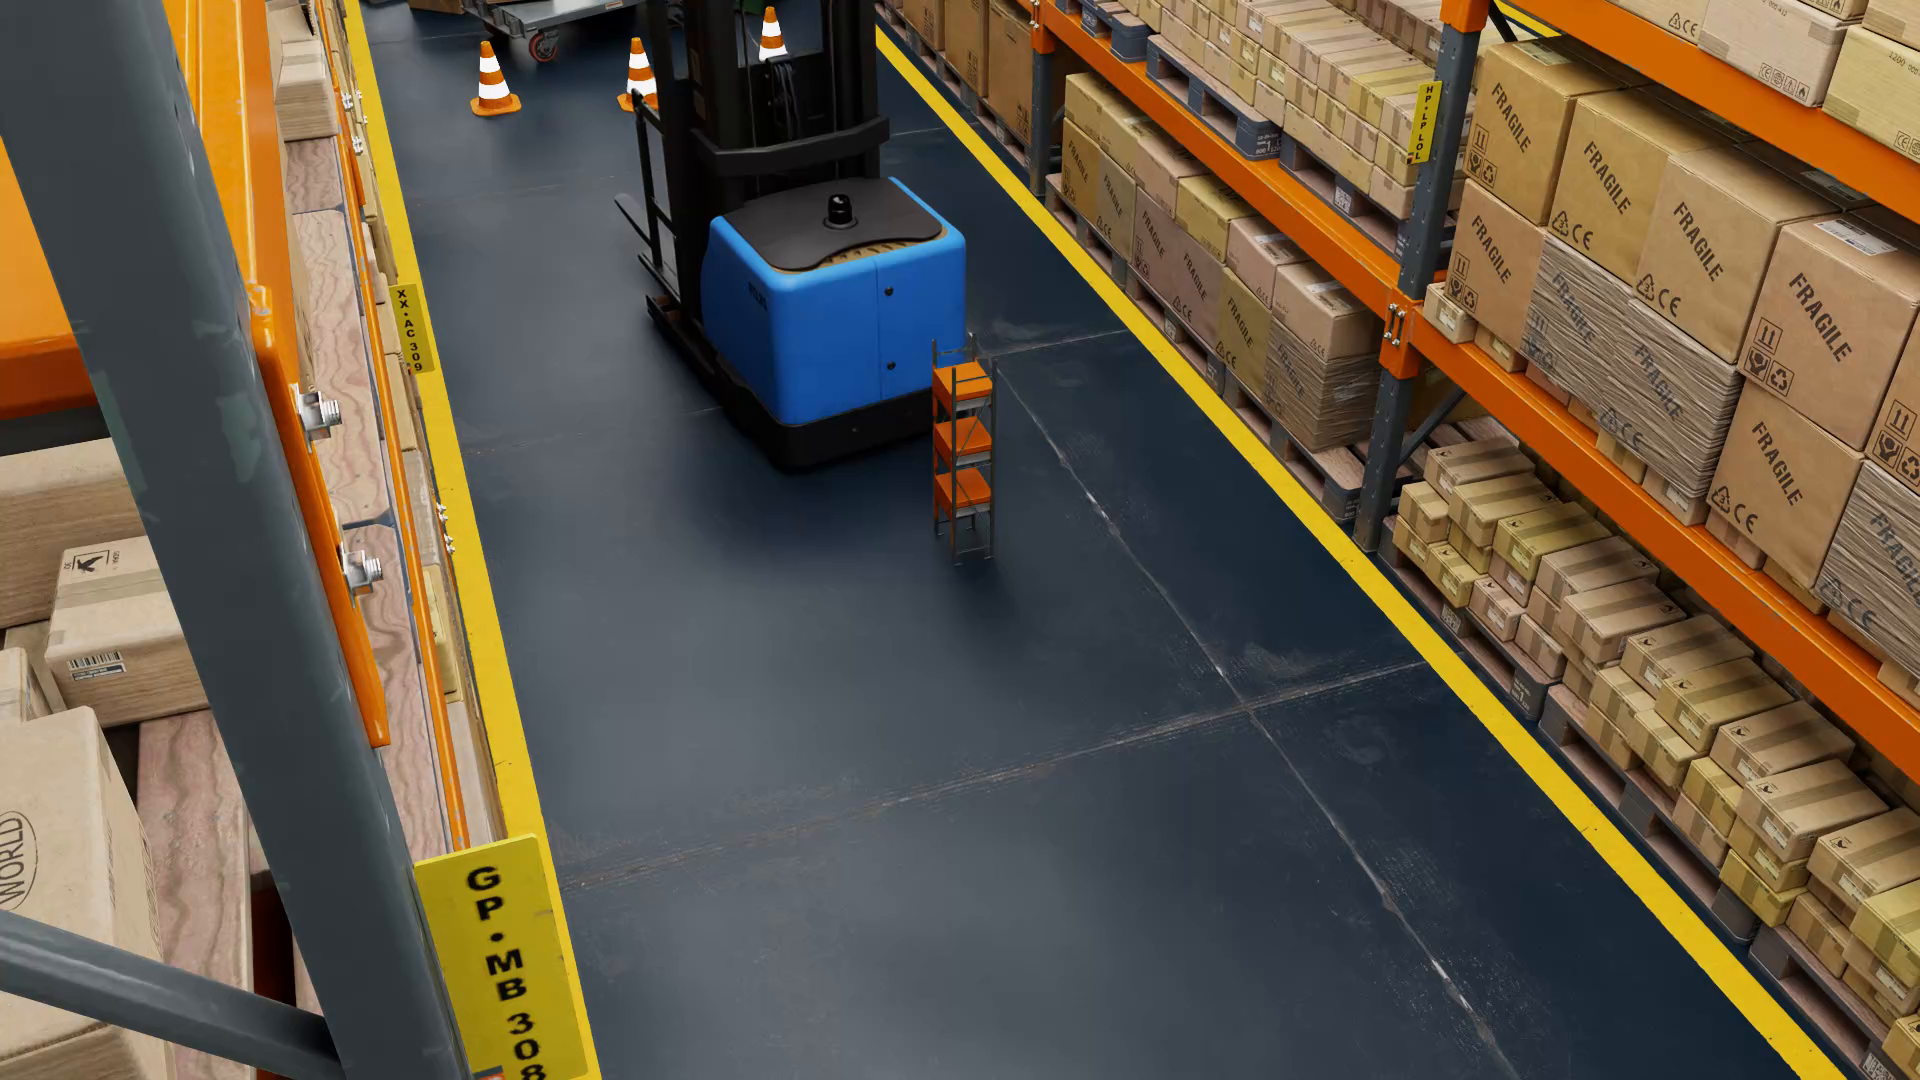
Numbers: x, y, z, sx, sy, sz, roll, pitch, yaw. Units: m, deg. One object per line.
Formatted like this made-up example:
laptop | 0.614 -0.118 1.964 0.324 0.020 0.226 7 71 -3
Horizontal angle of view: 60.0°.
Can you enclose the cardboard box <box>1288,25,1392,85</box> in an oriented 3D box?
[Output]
cardboard box | 1.723 -2.205 7.550 0.380 0.149 0.250 -13 39 -16

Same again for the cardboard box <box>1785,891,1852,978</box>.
cardboard box | 3.024 1.281 5.577 0.380 0.149 0.250 -12 39 -15

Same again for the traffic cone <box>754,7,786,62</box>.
traffic cone | -1.394 -3.703 12.282 0.336 0.463 0.334 -12 39 -16

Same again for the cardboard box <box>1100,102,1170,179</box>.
cardboard box | 1.123 -2.270 9.376 0.500 0.250 0.500 -13 39 -16

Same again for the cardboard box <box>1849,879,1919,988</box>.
cardboard box | 3.030 1.205 5.183 0.380 0.149 0.250 -13 39 -17

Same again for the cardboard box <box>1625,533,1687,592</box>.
cardboard box | 2.915 0.051 6.715 0.380 0.149 0.250 -11 38 -14

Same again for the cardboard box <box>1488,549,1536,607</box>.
cardboard box | 2.428 0.110 6.884 0.380 0.149 0.250 -13 39 -16

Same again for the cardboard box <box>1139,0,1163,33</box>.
cardboard box | 1.183 -2.844 8.892 0.380 0.149 0.250 -11 38 -14

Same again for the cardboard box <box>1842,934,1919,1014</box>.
cardboard box | 3.061 1.312 5.288 0.380 0.149 0.250 -14 39 -18

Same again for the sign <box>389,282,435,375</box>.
sign | -1.777 -0.679 5.373 0.100 0.325 0.005 -12 39 -16

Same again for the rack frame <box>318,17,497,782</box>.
rack frame | -2.298 -0.185 5.503 1.000 3.000 0.127 -12 39 -16

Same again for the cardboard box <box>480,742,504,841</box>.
cardboard box | -1.363 0.853 4.041 0.500 0.500 0.500 -11 38 -14

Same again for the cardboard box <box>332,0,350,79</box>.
cardboard box | -3.067 -2.358 7.474 0.500 0.500 0.500 -12 39 -15

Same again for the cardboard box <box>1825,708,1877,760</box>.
cardboard box | 3.359 0.620 5.960 0.380 0.149 0.250 -12 39 -15

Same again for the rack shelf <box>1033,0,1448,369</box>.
rack shelf | 1.627 -2.110 8.656 1.077 0.370 4.000 -12 39 -16

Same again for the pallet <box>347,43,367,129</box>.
pallet | -4.782 -3.151 11.758 1.003 0.211 1.213 -12 39 -16

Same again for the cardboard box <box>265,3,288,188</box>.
cardboard box | -1.804 -0.877 3.411 0.797 0.503 0.637 -10 38 -12

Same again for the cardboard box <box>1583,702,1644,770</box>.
cardboard box | 2.623 0.700 6.348 0.380 0.149 0.250 -13 39 -17

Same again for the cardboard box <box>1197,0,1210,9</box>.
cardboard box | 1.369 -2.789 8.325 0.380 0.149 0.250 -11 38 -15

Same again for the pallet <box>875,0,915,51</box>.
pallet | -0.102 -4.253 13.220 1.003 0.211 1.213 -12 39 -16

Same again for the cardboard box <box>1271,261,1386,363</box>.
cardboard box | 1.821 -1.105 7.829 0.500 0.250 0.500 -13 39 -17

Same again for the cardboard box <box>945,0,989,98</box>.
cardboard box | 0.509 -3.652 11.626 1.050 0.750 0.750 -12 39 -15

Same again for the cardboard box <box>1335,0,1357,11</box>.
cardboard box | 2.069 -2.772 8.302 0.380 0.149 0.250 -11 38 -15

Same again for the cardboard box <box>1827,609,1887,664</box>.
cardboard box | 2.953 0.221 5.172 0.380 0.149 0.250 -14 39 -18

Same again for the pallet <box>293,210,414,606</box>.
pallet | -1.610 -0.196 3.097 1.003 0.211 1.213 -12 39 -16

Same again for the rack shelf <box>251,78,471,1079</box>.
rack shelf | -1.610 0.034 3.317 1.077 0.370 4.000 -12 39 -16

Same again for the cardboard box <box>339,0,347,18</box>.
cardboard box | -5.000 -4.163 12.721 0.500 0.250 0.500 -14 39 -18

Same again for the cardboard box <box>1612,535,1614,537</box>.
cardboard box | 2.935 -0.005 7.037 0.380 0.149 0.250 -14 39 -18

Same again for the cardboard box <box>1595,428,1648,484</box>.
cardboard box | 2.518 -0.358 5.941 0.380 0.149 0.250 -12 39 -15

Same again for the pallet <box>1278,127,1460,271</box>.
pallet | 2.189 -1.653 7.610 1.003 0.211 1.213 -12 39 -16

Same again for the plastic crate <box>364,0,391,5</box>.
plastic crate | -4.821 -4.595 13.784 0.402 0.080 0.583 -27 45 -31

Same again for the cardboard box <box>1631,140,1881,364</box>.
cardboard box | 2.579 -0.939 5.343 0.500 0.500 0.500 -12 39 -15

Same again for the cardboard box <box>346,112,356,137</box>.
cardboard box | -2.380 -1.215 5.955 0.500 0.500 0.500 -13 39 -16

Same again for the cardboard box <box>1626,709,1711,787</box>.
cardboard box | 2.680 0.724 6.069 0.380 0.149 0.250 -12 39 -15

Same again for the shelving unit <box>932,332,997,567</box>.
shelving unit | 0.018 -0.389 7.394 0.215 1.050 0.252 -12 39 -16

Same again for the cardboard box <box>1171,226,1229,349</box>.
cardboard box | 1.475 -1.383 8.822 0.500 0.500 0.500 -13 39 -17

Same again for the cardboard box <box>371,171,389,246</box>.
cardboard box | -2.539 -1.212 6.574 0.500 0.250 0.500 -12 39 -15

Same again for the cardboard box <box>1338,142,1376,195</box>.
cardboard box | 1.902 -1.665 7.327 0.380 0.149 0.250 -12 39 -16

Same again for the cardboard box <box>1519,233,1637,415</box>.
cardboard box | 2.426 -0.816 6.010 0.500 0.500 0.500 -12 39 -16

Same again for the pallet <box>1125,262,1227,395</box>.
pallet | 1.622 -1.283 9.278 1.003 0.211 1.213 -12 39 -16

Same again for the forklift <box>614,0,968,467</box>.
forklift | -1.101 -2.396 8.494 1.130 2.935 3.031 -18 41 -22

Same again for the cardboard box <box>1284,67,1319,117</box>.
cardboard box | 1.720 -2.080 7.631 0.380 0.149 0.250 -14 39 -17

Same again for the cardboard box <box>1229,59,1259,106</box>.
cardboard box | 1.541 -2.253 8.108 0.380 0.149 0.250 -11 38 -14

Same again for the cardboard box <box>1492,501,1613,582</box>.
cardboard box | 2.412 0.004 6.778 0.380 0.149 0.250 -13 39 -17

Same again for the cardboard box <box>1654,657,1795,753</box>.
cardboard box | 2.753 0.592 5.998 0.380 0.149 0.250 -12 39 -16

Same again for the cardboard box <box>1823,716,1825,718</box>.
cardboard box | 3.161 0.612 6.218 0.380 0.149 0.250 -11 38 -14

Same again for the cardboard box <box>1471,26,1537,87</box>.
cardboard box | 2.424 -2.192 7.532 0.380 0.149 0.250 -12 39 -16

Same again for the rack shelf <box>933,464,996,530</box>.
rack shelf | 0.018 -0.159 7.568 0.215 0.259 0.240 -12 39 -16

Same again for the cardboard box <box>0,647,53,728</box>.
cardboard box | -1.380 0.313 2.125 0.380 0.149 0.250 -15 40 -19

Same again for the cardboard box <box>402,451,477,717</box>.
cardboard box | -1.525 0.159 4.132 0.500 0.500 0.500 -12 39 -15

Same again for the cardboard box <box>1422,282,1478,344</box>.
cardboard box | 2.105 -0.939 6.713 0.380 0.149 0.250 -11 38 -14

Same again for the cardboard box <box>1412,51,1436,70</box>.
cardboard box | 2.341 -2.210 7.803 0.380 0.149 0.250 -14 39 -18

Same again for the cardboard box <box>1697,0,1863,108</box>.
cardboard box | 2.568 -1.510 4.893 0.500 0.250 0.500 -11 38 -14

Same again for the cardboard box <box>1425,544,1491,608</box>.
cardboard box | 2.230 0.126 7.110 0.380 0.149 0.250 -11 38 -15

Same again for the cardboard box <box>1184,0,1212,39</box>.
cardboard box | 1.361 -2.671 8.416 0.380 0.149 0.250 -13 39 -16

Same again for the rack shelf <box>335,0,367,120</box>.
rack shelf | -4.363 -3.288 10.219 1.077 0.370 4.000 -12 39 -16

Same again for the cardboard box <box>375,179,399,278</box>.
cardboard box | -2.706 -1.298 7.105 0.500 0.250 0.500 -13 39 -17
